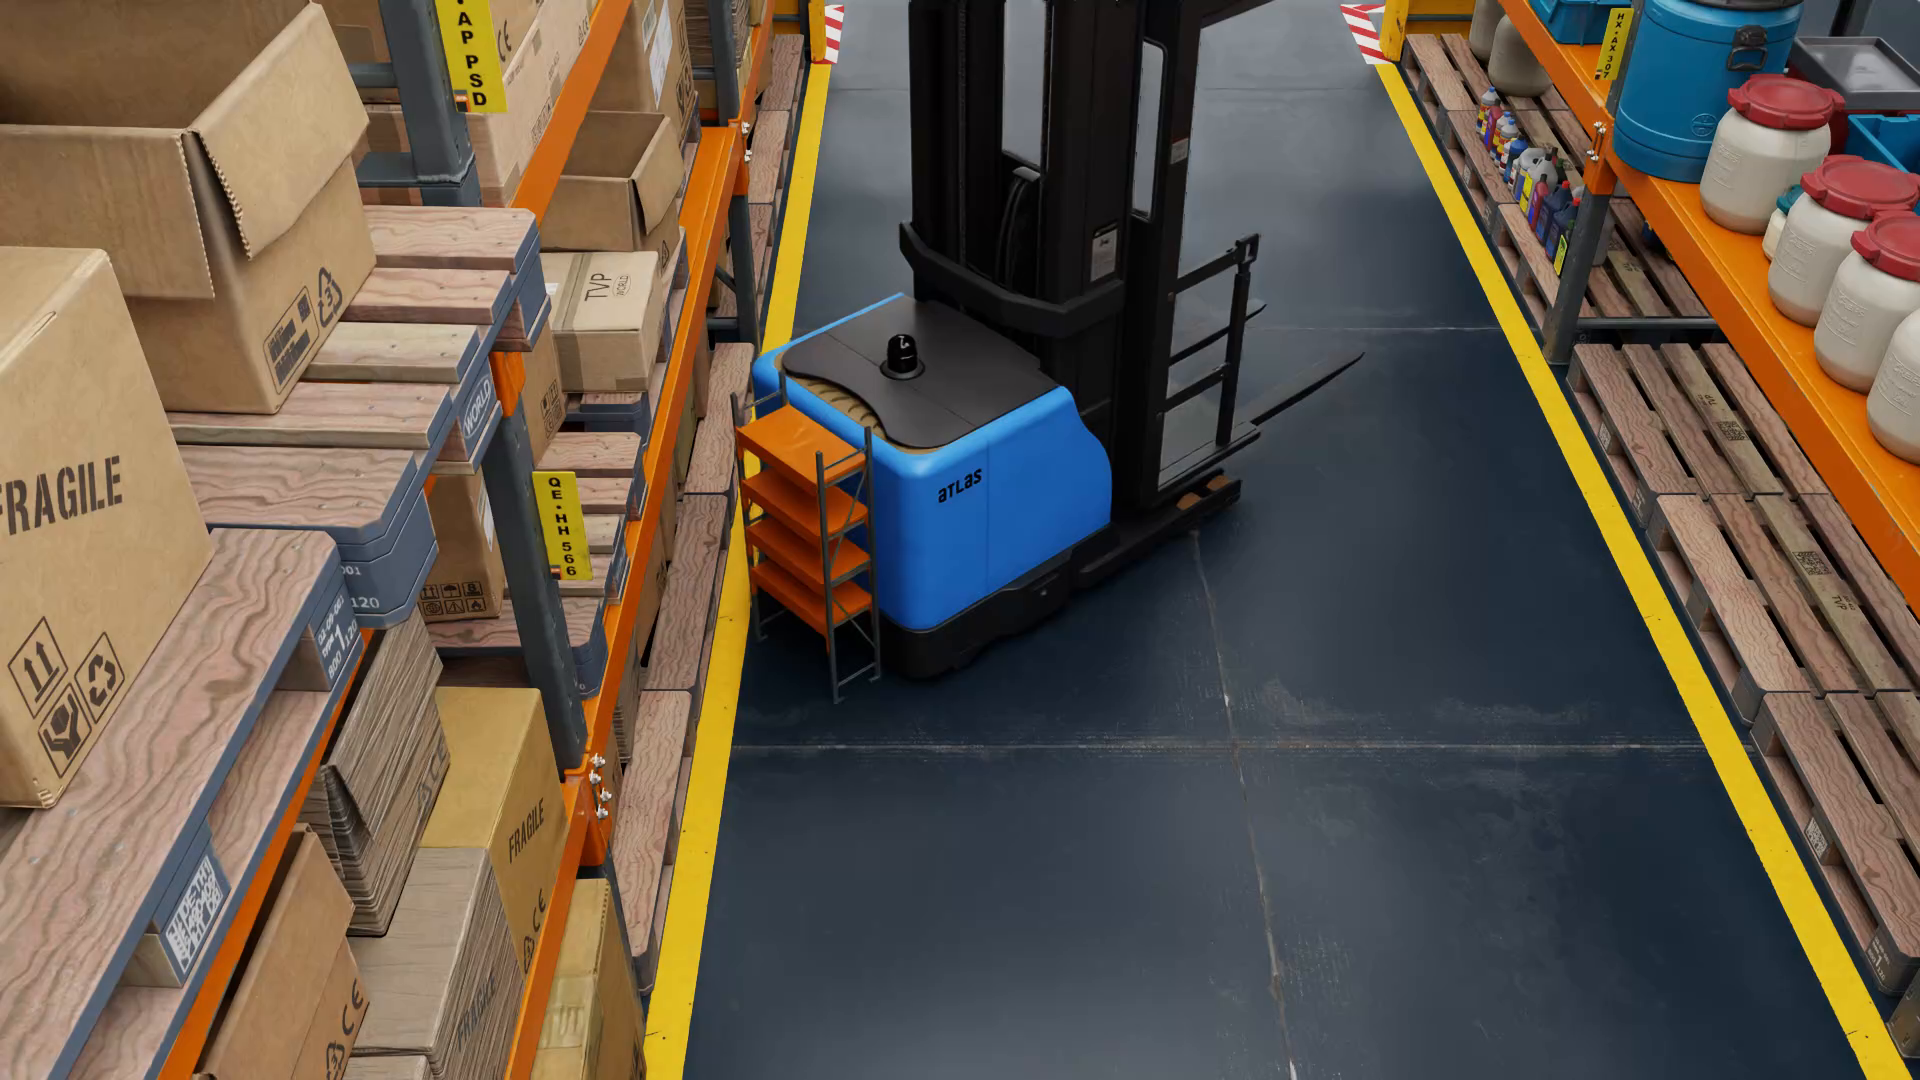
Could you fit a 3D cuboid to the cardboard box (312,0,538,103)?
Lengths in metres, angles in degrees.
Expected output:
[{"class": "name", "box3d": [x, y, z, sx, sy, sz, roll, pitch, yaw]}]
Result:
[{"class": "cardboard box", "box3d": [-1.243, -1.274, 3.563, 0.500, 0.500, 0.500, 0, 39, 0]}]

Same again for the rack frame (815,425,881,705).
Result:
[{"class": "rack frame", "box3d": [-0.404, 0.119, 6.142, 0.240, 1.200, 0.015, -30, 47, -32]}]

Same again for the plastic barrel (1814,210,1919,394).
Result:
[{"class": "plastic barrel", "box3d": [3.232, -0.806, 5.748, 0.433, 0.535, 0.433, 0, 39, 0]}]

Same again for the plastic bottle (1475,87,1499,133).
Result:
[{"class": "plastic bottle", "box3d": [3.134, -2.555, 9.870, 0.097, 0.271, 0.097, 0, 39, 0]}]

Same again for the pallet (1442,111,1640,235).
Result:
[{"class": "pallet", "box3d": [3.485, -2.177, 9.798, 1.003, 0.211, 1.213, 0, 39, 0]}]

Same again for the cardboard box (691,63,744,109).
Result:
[{"class": "cardboard box", "box3d": [-1.204, -2.114, 7.690, 0.380, 0.149, 0.250, 0, 39, 0]}]

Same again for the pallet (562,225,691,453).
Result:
[{"class": "pallet", "box3d": [-1.543, -0.739, 5.927, 1.003, 0.211, 1.213, 0, 39, 0]}]

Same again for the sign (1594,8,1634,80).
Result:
[{"class": "sign", "box3d": [2.898, -2.195, 7.369, 0.100, 0.325, 0.005, 0, 39, 0]}]

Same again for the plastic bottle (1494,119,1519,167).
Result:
[{"class": "plastic bottle", "box3d": [3.135, -2.278, 9.524, 0.097, 0.271, 0.097, 0, 39, 0]}]

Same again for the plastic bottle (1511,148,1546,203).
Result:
[{"class": "plastic bottle", "box3d": [3.163, -2.016, 9.193, 0.152, 0.276, 0.135, 1, 39, 1]}]

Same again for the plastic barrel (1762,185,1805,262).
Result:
[{"class": "plastic barrel", "box3d": [3.296, -1.199, 6.458, 0.301, 0.262, 0.301, 0, 39, 0]}]

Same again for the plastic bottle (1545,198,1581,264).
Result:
[{"class": "plastic bottle", "box3d": [3.159, -1.621, 8.641, 0.144, 0.351, 0.185, -1, 39, -1]}]

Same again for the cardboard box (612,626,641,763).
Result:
[{"class": "cardboard box", "box3d": [-1.534, 0.462, 5.922, 0.700, 0.500, 0.500, -3, 39, -4]}]

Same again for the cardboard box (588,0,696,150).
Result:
[{"class": "cardboard box", "box3d": [-1.644, -1.978, 6.504, 1.000, 1.000, 1.000, 0, 39, 0]}]

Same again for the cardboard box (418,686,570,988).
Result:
[{"class": "cardboard box", "box3d": [-1.252, 0.694, 3.906, 0.500, 0.500, 0.500, 1, 39, 1]}]

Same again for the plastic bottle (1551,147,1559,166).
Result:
[{"class": "plastic bottle", "box3d": [3.269, -2.019, 9.191, 0.061, 0.283, 0.133, 0, 39, 0]}]

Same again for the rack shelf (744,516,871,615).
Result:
[{"class": "rack shelf", "box3d": [-0.569, 0.060, 6.324, 0.258, 0.148, 0.480, -30, 47, -32]}]

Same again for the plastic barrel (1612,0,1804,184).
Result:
[{"class": "plastic barrel", "box3d": [3.146, -2.035, 6.989, 0.600, 0.901, 0.708, 0, 39, 0]}]

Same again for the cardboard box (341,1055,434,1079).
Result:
[{"class": "cardboard box", "box3d": [-1.253, 1.330, 3.112, 0.500, 0.500, 0.500, -1, 39, -2]}]

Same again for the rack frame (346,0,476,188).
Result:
[{"class": "rack frame", "box3d": [-1.500, -1.917, 2.446, 1.000, 3.000, 0.127, 0, 39, 0]}]

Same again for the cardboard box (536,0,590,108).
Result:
[{"class": "cardboard box", "box3d": [-1.246, -1.303, 4.198, 0.500, 0.250, 0.500, 1, 39, 1]}]

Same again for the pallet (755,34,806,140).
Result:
[{"class": "pallet", "box3d": [-1.544, -2.935, 10.743, 1.003, 0.211, 1.213, 0, 39, 0]}]

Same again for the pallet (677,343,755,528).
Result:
[{"class": "pallet", "box3d": [-1.502, -0.502, 7.708, 1.003, 0.211, 1.213, 0, 39, 0]}]

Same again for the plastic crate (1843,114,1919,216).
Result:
[{"class": "plastic crate", "box3d": [3.761, -1.385, 6.592, 0.392, 0.384, 0.575, 0, 39, 0]}]

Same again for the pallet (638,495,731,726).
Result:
[{"class": "pallet", "box3d": [-1.498, 0.263, 6.753, 1.003, 0.211, 1.213, 0, 39, 0]}]

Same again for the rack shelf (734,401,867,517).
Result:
[{"class": "rack shelf", "box3d": [-0.569, -0.300, 6.036, 0.258, 0.148, 0.480, -30, 47, -32]}]

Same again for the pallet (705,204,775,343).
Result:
[{"class": "pallet", "box3d": [-1.541, -1.409, 8.839, 1.003, 0.211, 1.213, 0, 39, 0]}]

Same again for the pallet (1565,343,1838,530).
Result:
[{"class": "pallet", "box3d": [3.488, -0.502, 7.707, 1.003, 0.211, 1.213, 0, 39, 0]}]

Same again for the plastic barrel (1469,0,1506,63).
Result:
[{"class": "plastic barrel", "box3d": [3.521, -3.364, 10.702, 0.421, 0.512, 0.421, 0, 39, 0]}]

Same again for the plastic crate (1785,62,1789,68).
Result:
[{"class": "plastic crate", "box3d": [3.575, -2.384, 7.876, 0.767, 0.338, 0.504, 0, 39, 0]}]

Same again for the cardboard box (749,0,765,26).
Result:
[{"class": "cardboard box", "box3d": [-1.409, -2.826, 8.060, 0.875, 0.500, 0.500, 0, 39, 0]}]

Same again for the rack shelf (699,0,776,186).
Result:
[{"class": "rack shelf", "box3d": [-1.507, -3.047, 9.229, 1.077, 0.370, 4.000, 0, 39, 0]}]

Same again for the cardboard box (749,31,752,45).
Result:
[{"class": "cardboard box", "box3d": [-1.219, -2.426, 8.080, 0.380, 0.149, 0.250, 0, 39, 0]}]

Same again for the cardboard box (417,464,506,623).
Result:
[{"class": "cardboard box", "box3d": [-1.541, -0.116, 4.581, 0.500, 0.500, 0.500, -5, 39, -6]}]

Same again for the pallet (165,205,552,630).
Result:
[{"class": "pallet", "box3d": [-1.446, -0.270, 2.941, 1.213, 0.211, 1.003, 2, 39, 2]}]

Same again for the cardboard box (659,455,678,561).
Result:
[{"class": "cardboard box", "box3d": [-1.543, -0.241, 6.799, 0.700, 0.500, 0.500, -3, 39, -4]}]

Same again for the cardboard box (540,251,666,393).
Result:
[{"class": "cardboard box", "box3d": [-1.272, -0.729, 5.546, 0.500, 0.250, 0.500, -1, 39, -1]}]

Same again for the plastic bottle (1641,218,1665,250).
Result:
[{"class": "plastic bottle", "box3d": [3.718, -1.724, 8.769, 0.144, 0.351, 0.185, 0, 39, 0]}]

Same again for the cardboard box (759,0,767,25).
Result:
[{"class": "cardboard box", "box3d": [-1.188, -2.739, 8.470, 0.380, 0.149, 0.250, 0, 39, 0]}]

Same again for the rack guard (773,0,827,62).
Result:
[{"class": "rack guard", "box3d": [-1.509, -3.556, 11.287, 1.175, 0.500, 0.348, 0, 39, 0]}]

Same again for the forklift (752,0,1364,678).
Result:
[{"class": "forklift", "box3d": [0.609, -1.400, 6.653, 3.031, 2.935, 1.130, -30, 47, -32]}]

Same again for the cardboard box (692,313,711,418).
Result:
[{"class": "cardboard box", "box3d": [-1.525, -0.889, 7.608, 0.700, 0.500, 0.500, -3, 39, -4]}]

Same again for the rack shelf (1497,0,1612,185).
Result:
[{"class": "rack shelf", "box3d": [3.446, -3.051, 9.233, 1.077, 0.370, 4.000, 0, 39, 0]}]

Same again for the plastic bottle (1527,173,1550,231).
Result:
[{"class": "plastic bottle", "box3d": [3.117, -1.817, 8.939, 0.061, 0.283, 0.133, 2, 39, 3]}]

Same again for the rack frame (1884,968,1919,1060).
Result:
[{"class": "rack frame", "box3d": [3.453, 0.421, 4.326, 1.000, 3.000, 0.127, 0, 39, 0]}]

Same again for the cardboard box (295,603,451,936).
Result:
[{"class": "cardboard box", "box3d": [-1.515, 0.451, 3.406, 0.797, 0.503, 0.637, 1, 39, 1]}]

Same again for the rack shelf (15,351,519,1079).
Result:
[{"class": "rack shelf", "box3d": [-1.498, 0.785, 2.048, 1.077, 0.370, 4.000, 0, 39, 0]}]

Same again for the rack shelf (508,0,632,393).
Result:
[{"class": "rack shelf", "box3d": [-1.502, -1.716, 5.170, 1.077, 0.370, 4.000, 0, 39, 0]}]

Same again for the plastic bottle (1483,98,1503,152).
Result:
[{"class": "plastic bottle", "box3d": [3.116, -2.418, 9.689, 0.061, 0.283, 0.133, 1, 39, 1]}]

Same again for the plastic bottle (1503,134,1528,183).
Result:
[{"class": "plastic bottle", "box3d": [3.135, -2.152, 9.366, 0.097, 0.271, 0.097, 0, 39, 0]}]

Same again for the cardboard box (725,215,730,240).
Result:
[{"class": "cardboard box", "box3d": [-1.473, -1.874, 8.853, 0.500, 0.500, 0.500, 12, 40, 14]}]

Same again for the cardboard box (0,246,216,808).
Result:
[{"class": "cardboard box", "box3d": [-1.338, -0.028, 2.072, 0.500, 0.500, 0.500, 2, 39, 2]}]

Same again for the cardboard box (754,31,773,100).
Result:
[{"class": "cardboard box", "box3d": [-1.490, -3.003, 10.261, 0.500, 0.500, 0.500, 10, 40, 12]}]

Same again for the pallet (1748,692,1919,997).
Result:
[{"class": "pallet", "box3d": [3.491, 1.024, 5.803, 1.003, 0.211, 1.213, 0, 39, 0]}]

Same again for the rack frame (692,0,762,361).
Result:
[{"class": "rack frame", "box3d": [-1.505, -2.077, 7.443, 1.000, 3.000, 0.127, 0, 39, 0]}]

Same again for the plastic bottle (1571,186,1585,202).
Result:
[{"class": "plastic bottle", "box3d": [3.307, -1.728, 8.834, 0.152, 0.276, 0.135, 0, 39, 0]}]

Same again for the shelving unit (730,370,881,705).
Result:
[{"class": "shelving unit", "box3d": [-0.569, 0.007, 6.282, 0.258, 1.200, 0.503, -30, 47, -32]}]
